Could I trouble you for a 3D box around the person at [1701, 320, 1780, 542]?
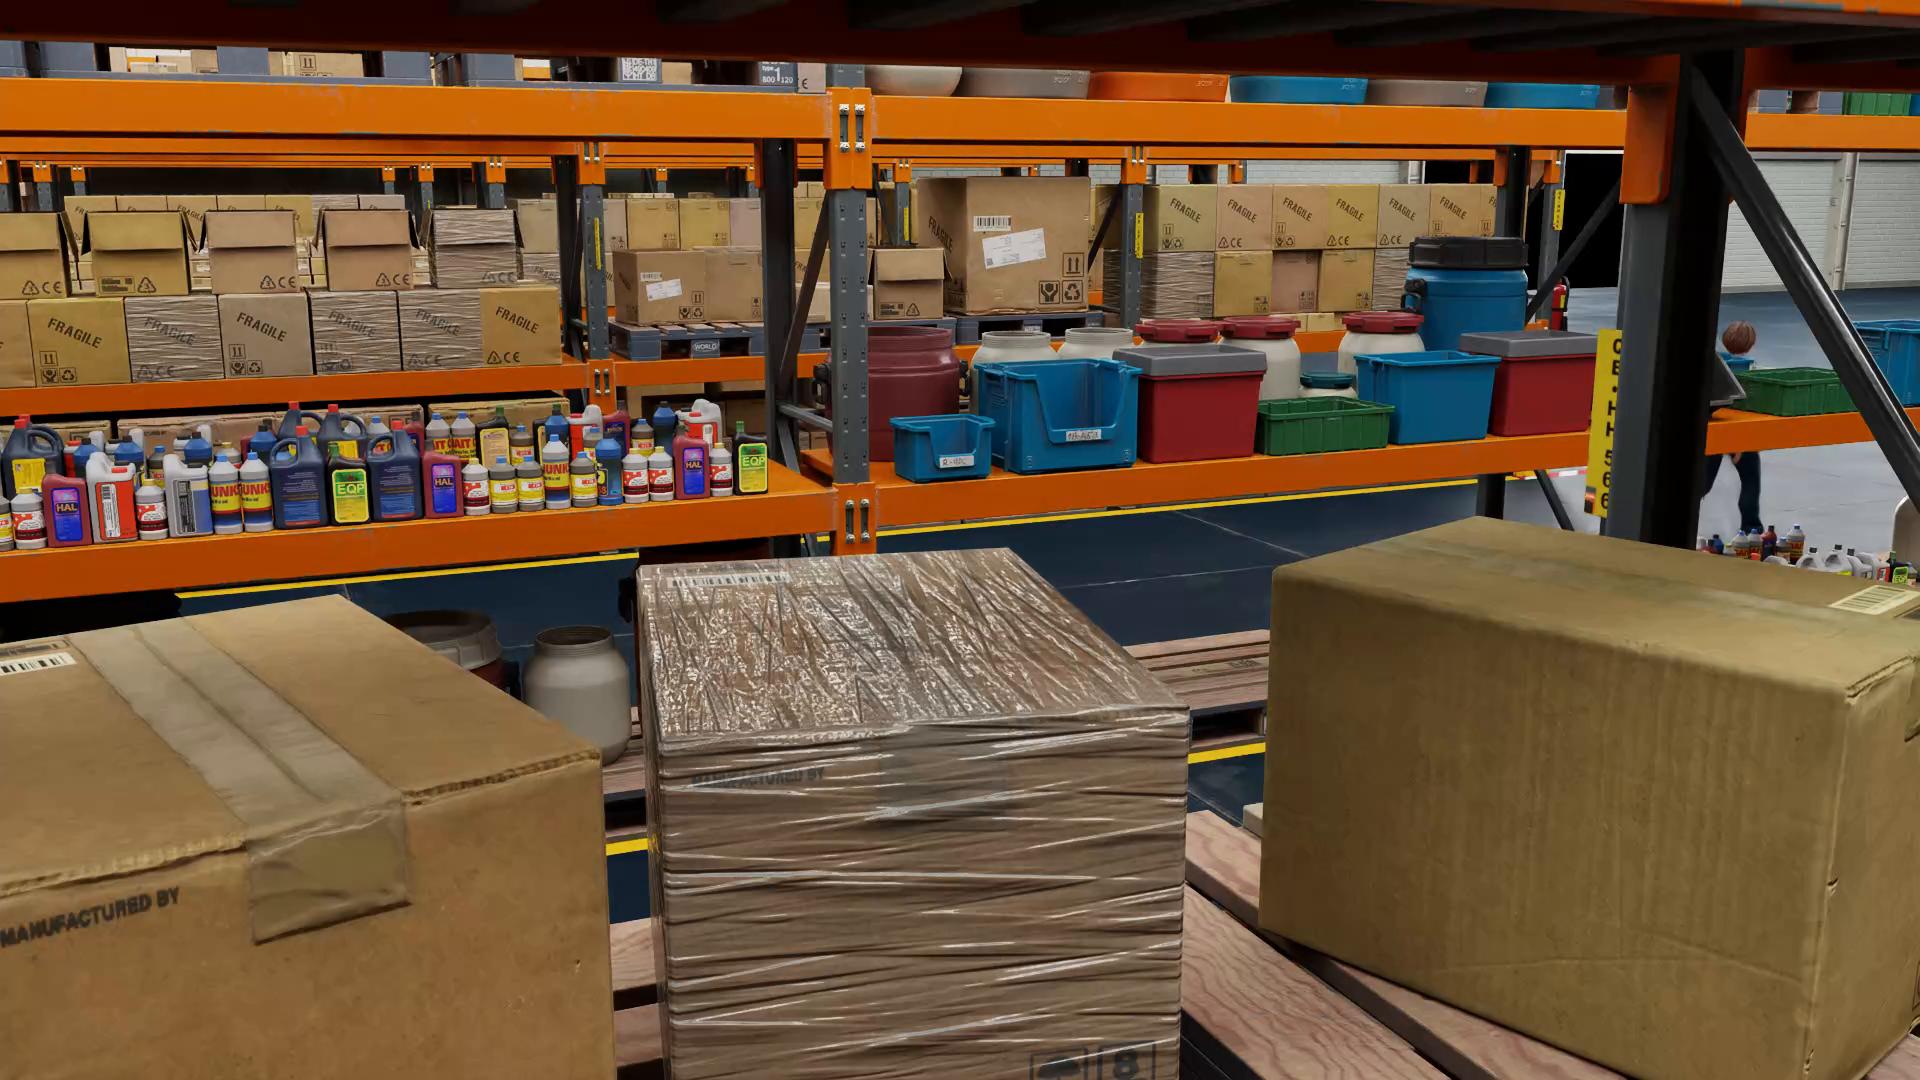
[{"bbox_3d":[5.165,-0.701,11.183,0.898,1.554,0.426,-5,13,-21],"label":"person"}]
